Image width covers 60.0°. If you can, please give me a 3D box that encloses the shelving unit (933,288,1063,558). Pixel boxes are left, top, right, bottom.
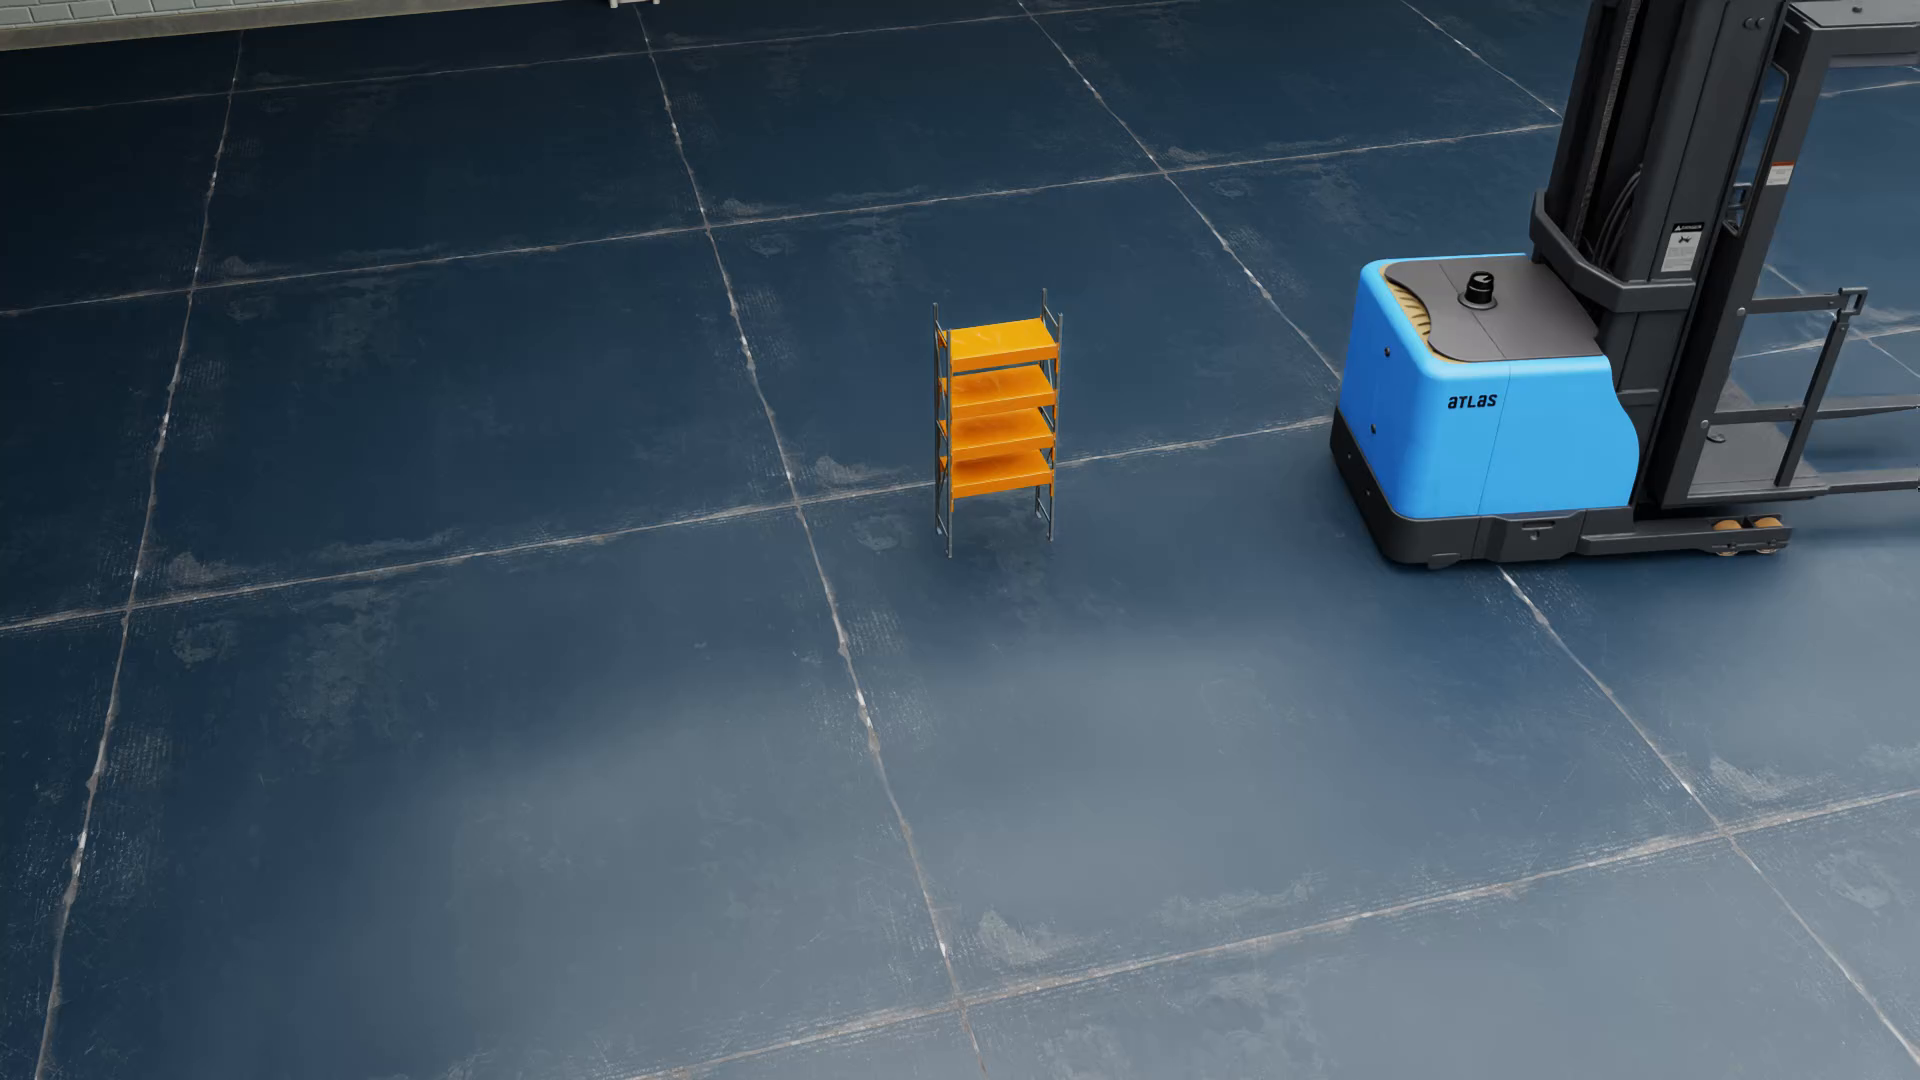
[{"bbox_3d":[0.160,-0.503,7.420,0.503,1.200,0.258,-9,38,-12],"label":"shelving unit"}]

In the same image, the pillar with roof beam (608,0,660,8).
[{"bbox_3d":[-1.527,-5.434,7.448,0.400,9.000,9.100,-9,38,-12],"label":"pillar with roof beam"}]

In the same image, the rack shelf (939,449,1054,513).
[{"bbox_3d":[0.160,-0.292,7.581,0.480,0.148,0.258,-9,38,-12],"label":"rack shelf"}]

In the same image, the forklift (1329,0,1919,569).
[{"bbox_3d":[3.382,-1.407,7.177,3.031,2.935,1.130,-4,38,-5],"label":"forklift"}]

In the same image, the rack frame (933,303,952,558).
[{"bbox_3d":[-0.076,-0.464,7.369,0.015,1.200,0.240,-9,38,-12],"label":"rack frame"}]

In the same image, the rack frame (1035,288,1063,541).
[{"bbox_3d":[0.395,-0.541,7.470,0.015,1.200,0.240,-9,38,-12],"label":"rack frame"}]

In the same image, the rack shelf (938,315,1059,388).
[{"bbox_3d":[0.160,-0.815,7.181,0.480,0.148,0.258,-9,38,-12],"label":"rack shelf"}]

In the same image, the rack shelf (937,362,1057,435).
[{"bbox_3d":[0.160,-0.627,7.325,0.480,0.148,0.258,-9,38,-12],"label":"rack shelf"}]

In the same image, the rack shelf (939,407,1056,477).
[{"bbox_3d":[0.160,-0.449,7.461,0.480,0.148,0.258,-9,38,-12],"label":"rack shelf"}]
